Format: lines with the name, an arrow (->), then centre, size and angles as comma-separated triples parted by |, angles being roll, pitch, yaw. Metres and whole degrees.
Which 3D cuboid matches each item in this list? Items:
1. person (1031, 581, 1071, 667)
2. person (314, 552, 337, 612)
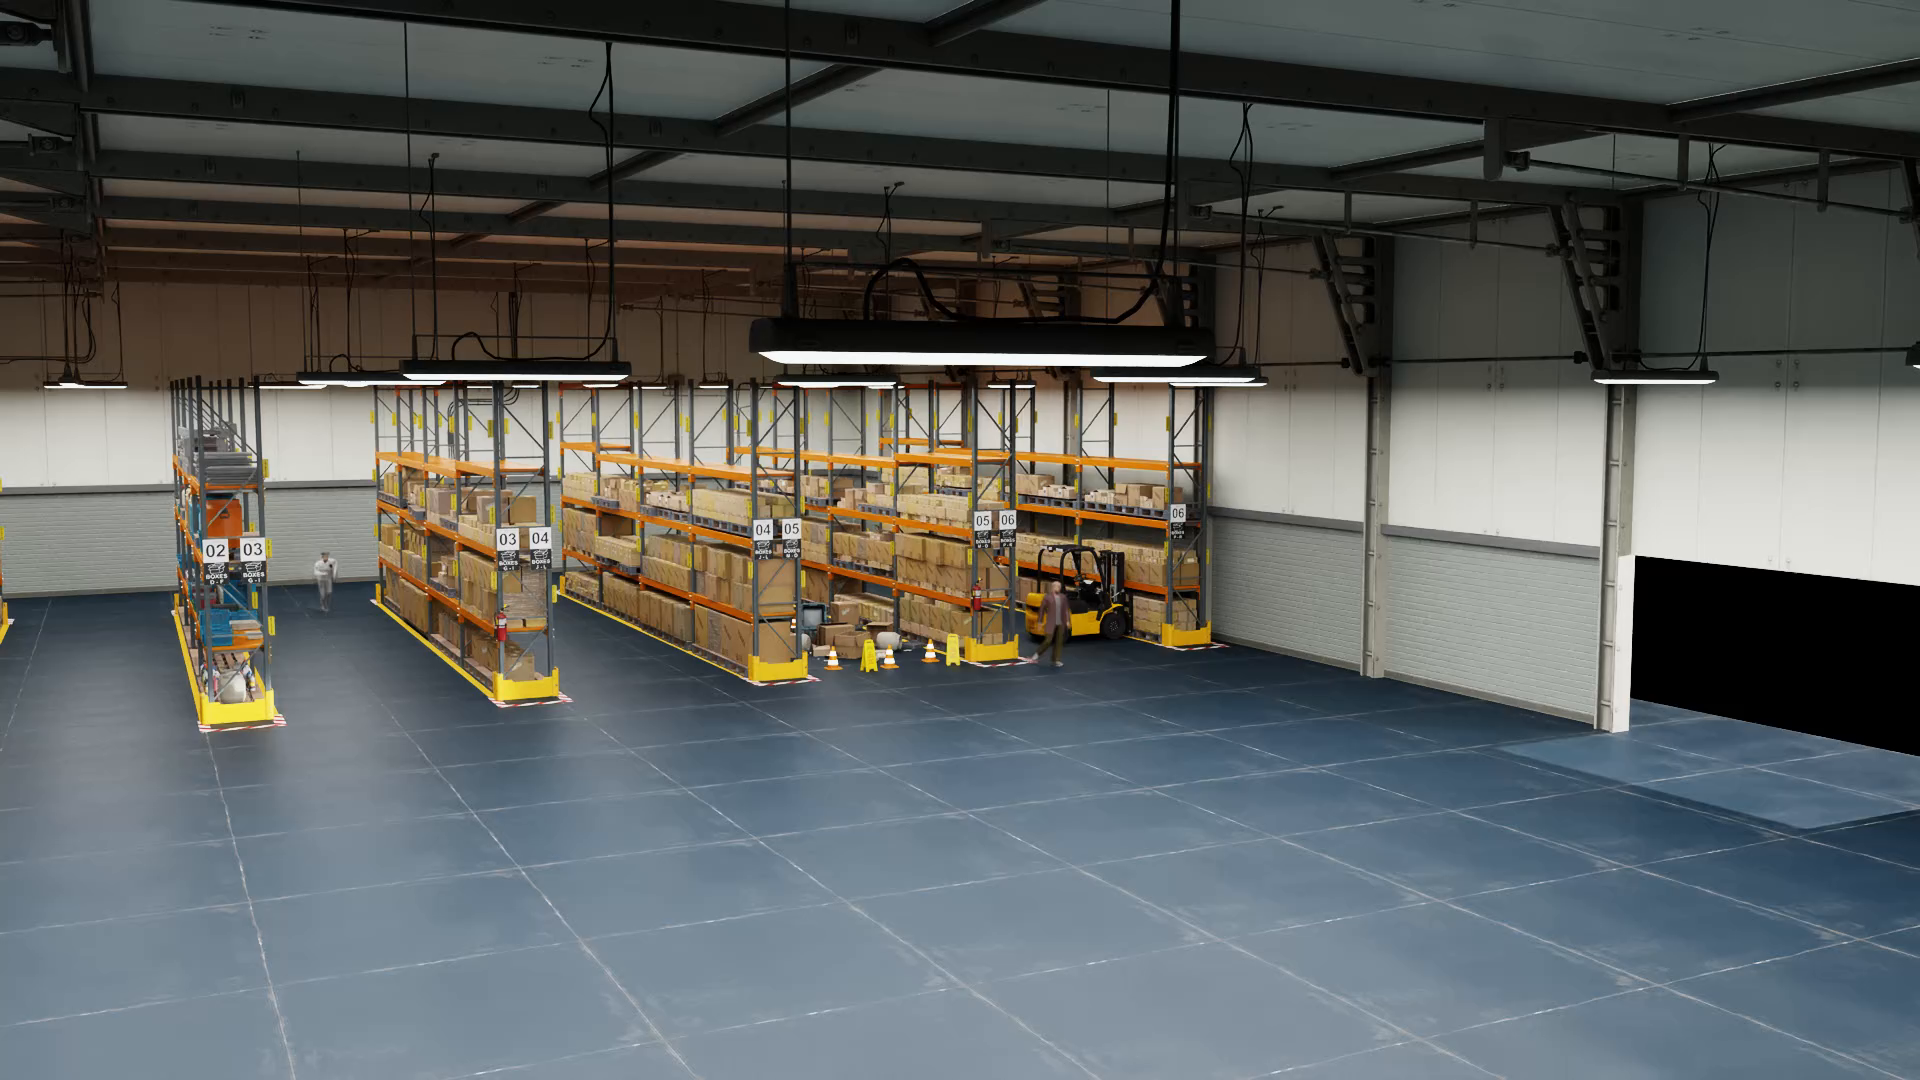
person -> 1.906, 1.748, 34.771 | 0.748, 1.770, 0.601 | -2, 6, -24
person -> -16.514, 1.090, 43.315 | 0.617, 1.631, 0.860 | -3, 6, -30
